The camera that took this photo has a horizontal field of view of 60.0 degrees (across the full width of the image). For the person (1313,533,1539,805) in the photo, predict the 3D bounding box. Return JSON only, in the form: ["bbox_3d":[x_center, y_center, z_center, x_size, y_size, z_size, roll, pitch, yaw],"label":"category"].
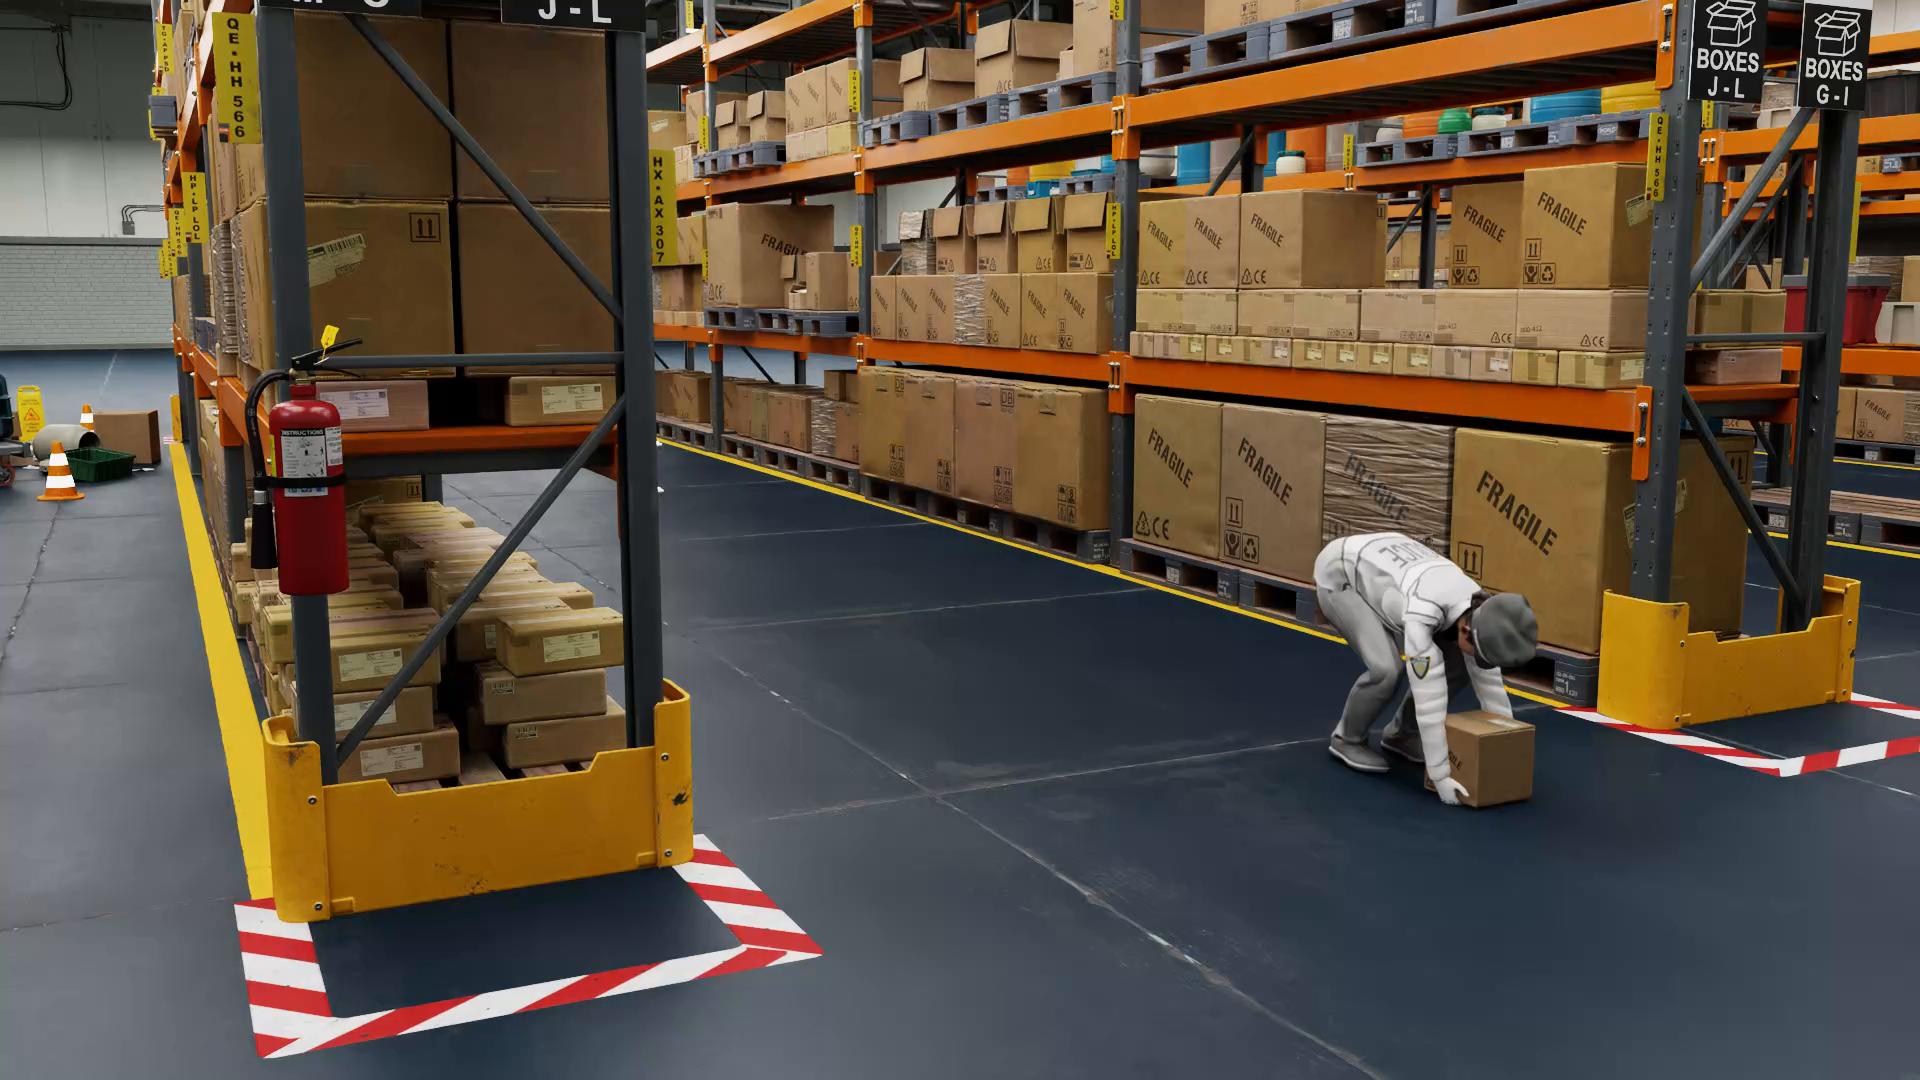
[{"bbox_3d":[1.628,0.422,5.864,0.469,0.842,0.889,-5,10,-28],"label":"person"}]
